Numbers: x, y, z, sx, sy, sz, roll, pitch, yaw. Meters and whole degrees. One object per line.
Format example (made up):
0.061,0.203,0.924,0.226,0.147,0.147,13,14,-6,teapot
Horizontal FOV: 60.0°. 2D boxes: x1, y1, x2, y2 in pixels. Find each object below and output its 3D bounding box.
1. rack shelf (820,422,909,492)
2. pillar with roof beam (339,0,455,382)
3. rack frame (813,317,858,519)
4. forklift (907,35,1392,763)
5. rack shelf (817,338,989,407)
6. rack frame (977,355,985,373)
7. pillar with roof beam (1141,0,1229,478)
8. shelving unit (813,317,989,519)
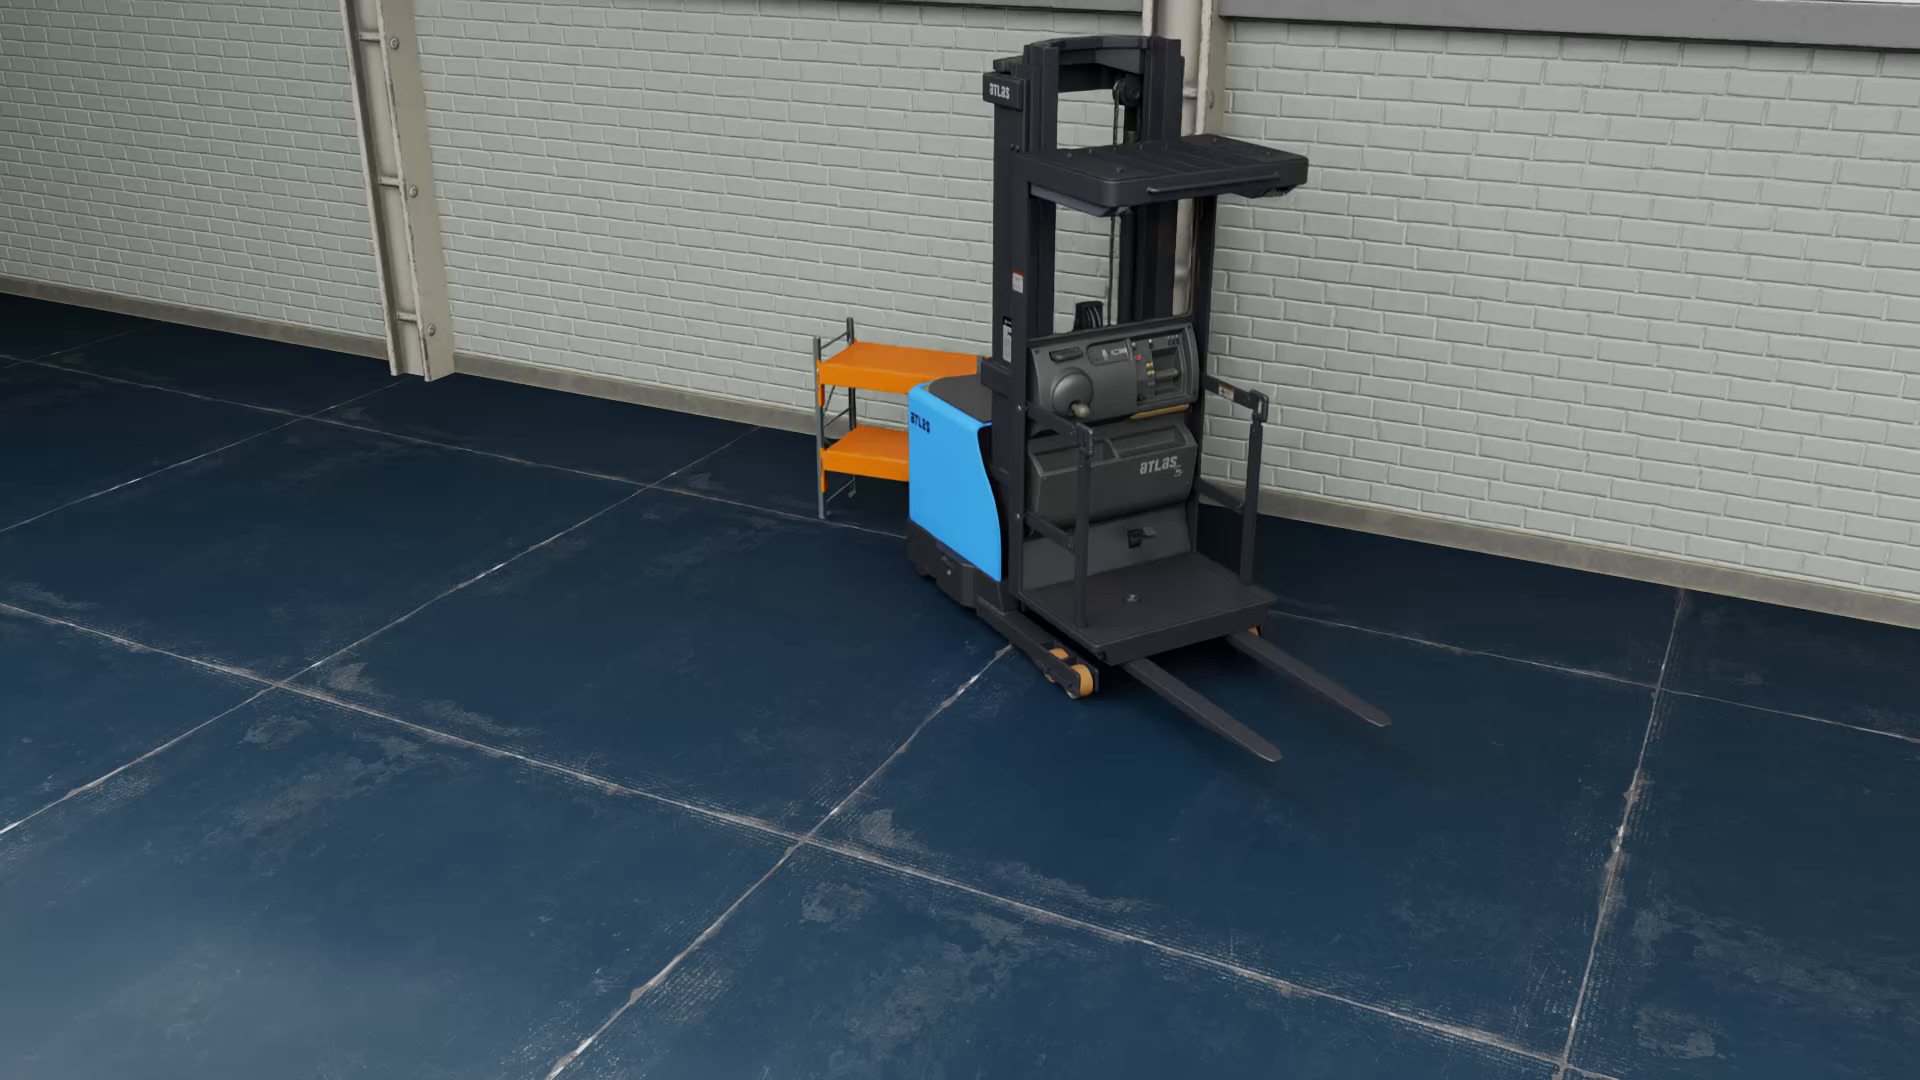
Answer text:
-0.273,-0.440,9.973,1.000,0.278,0.538,9,25,20,rack shelf
-6.055,-3.922,7.473,0.400,9.000,9.100,11,25,25,pillar with roof beam
-0.747,-0.738,10.048,0.032,1.125,0.500,9,25,20,rack frame
0.863,-0.792,7.867,1.130,2.935,3.031,-12,26,-27,forklift
-0.273,-0.935,9.763,1.000,0.278,0.538,9,25,20,rack shelf
0.200,-0.593,9.707,0.032,1.125,0.500,9,25,20,rack frame
-0.700,-2.862,4.982,0.400,9.000,9.100,11,25,25,pillar with roof beam
-0.273,-0.665,9.877,1.048,1.125,0.538,9,25,20,shelving unit
